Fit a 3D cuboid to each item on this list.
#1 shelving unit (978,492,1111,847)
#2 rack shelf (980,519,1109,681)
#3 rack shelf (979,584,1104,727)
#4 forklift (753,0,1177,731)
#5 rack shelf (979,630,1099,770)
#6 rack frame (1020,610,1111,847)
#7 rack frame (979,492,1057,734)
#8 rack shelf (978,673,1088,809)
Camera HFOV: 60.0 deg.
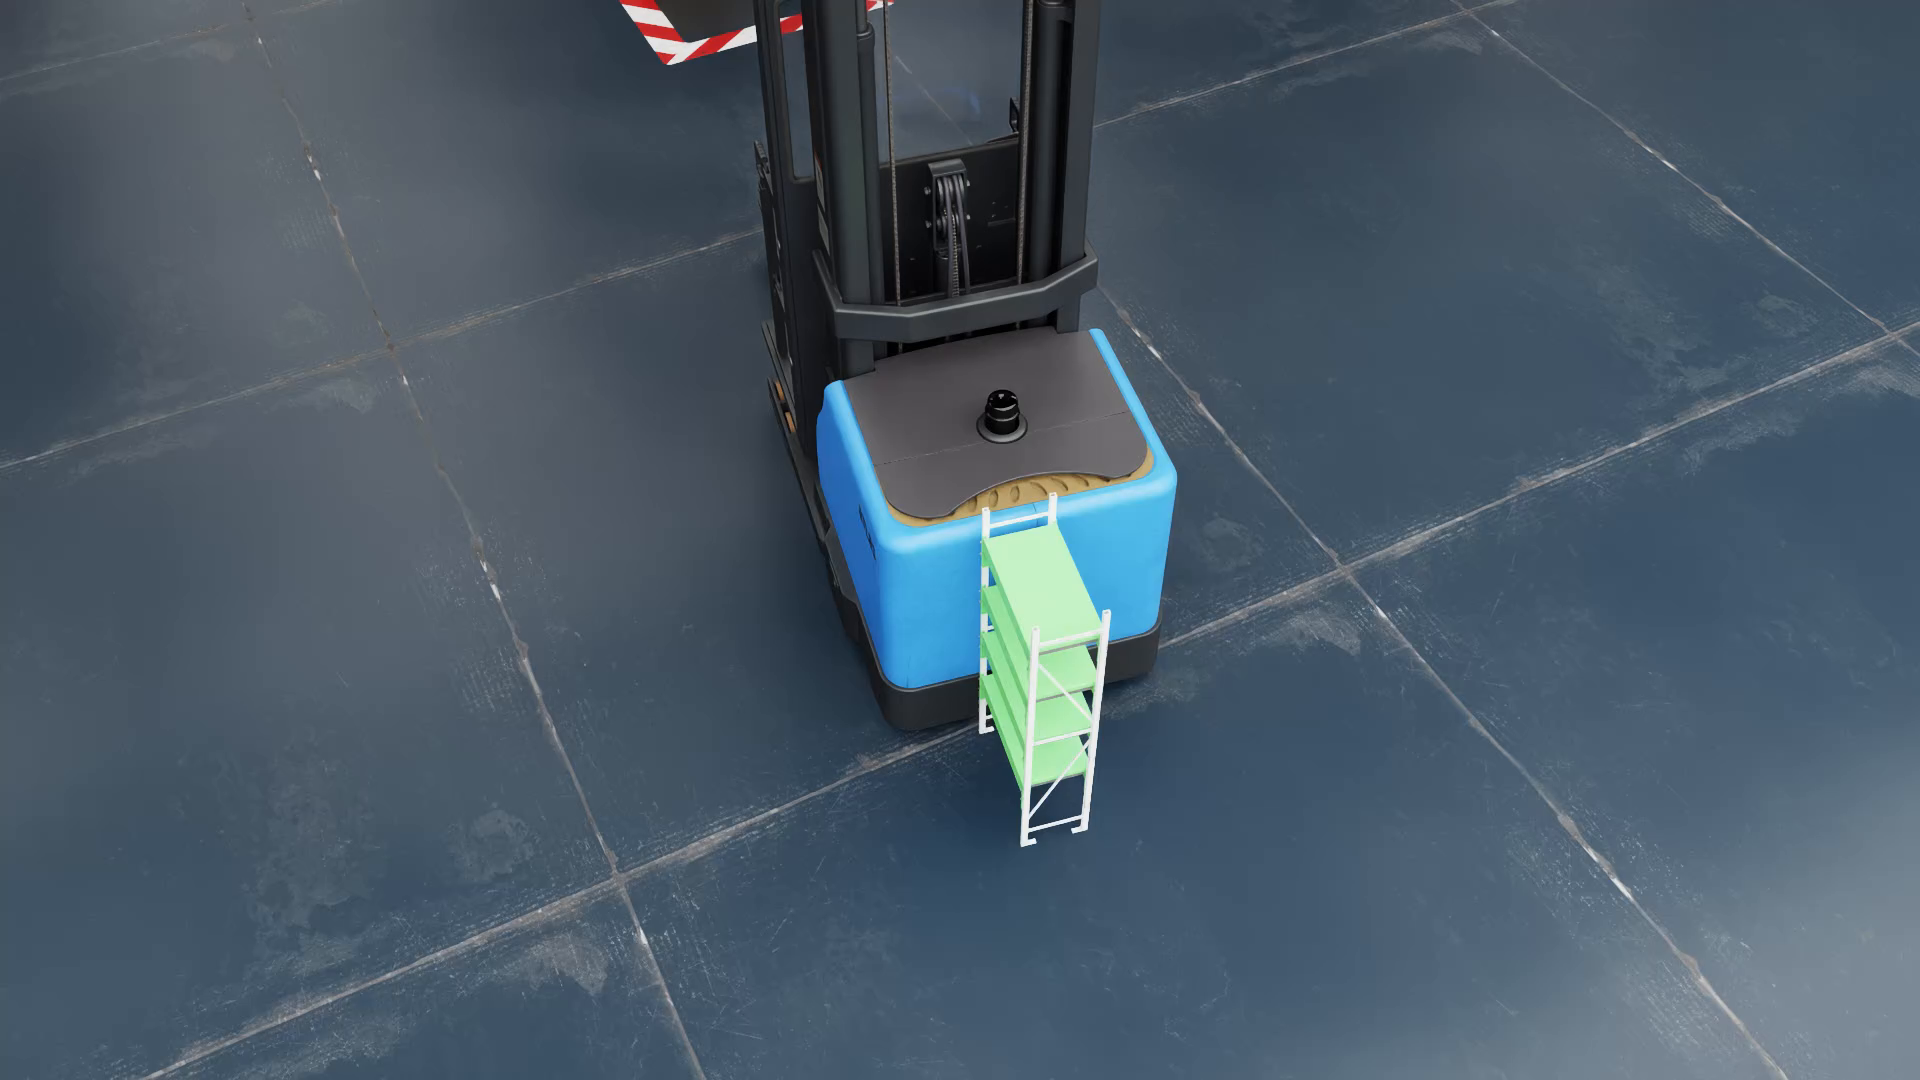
[{"bbox_3d":[0.255,0.453,5.449,0.258,1.200,0.503,-13,50,-11],"label":"shelving unit"},{"bbox_3d":[0.255,0.179,5.136,0.258,0.148,0.480,-13,50,-11],"label":"rack shelf"},{"bbox_3d":[0.255,0.337,5.316,0.258,0.148,0.480,-13,50,-11],"label":"rack shelf"},{"bbox_3d":[-0.180,-1.420,5.937,1.130,2.935,3.031,-13,50,-11],"label":"forklift"},{"bbox_3d":[0.255,0.495,5.497,0.258,0.148,0.480,-13,50,-11],"label":"rack shelf"},{"bbox_3d":[0.324,0.629,5.295,0.240,1.200,0.015,-13,50,-11],"label":"rack frame"},{"bbox_3d":[0.185,0.277,5.603,0.240,1.200,0.015,-13,50,-11],"label":"rack frame"},{"bbox_3d":[0.255,0.653,5.678,0.258,0.148,0.480,-13,50,-11],"label":"rack shelf"}]
